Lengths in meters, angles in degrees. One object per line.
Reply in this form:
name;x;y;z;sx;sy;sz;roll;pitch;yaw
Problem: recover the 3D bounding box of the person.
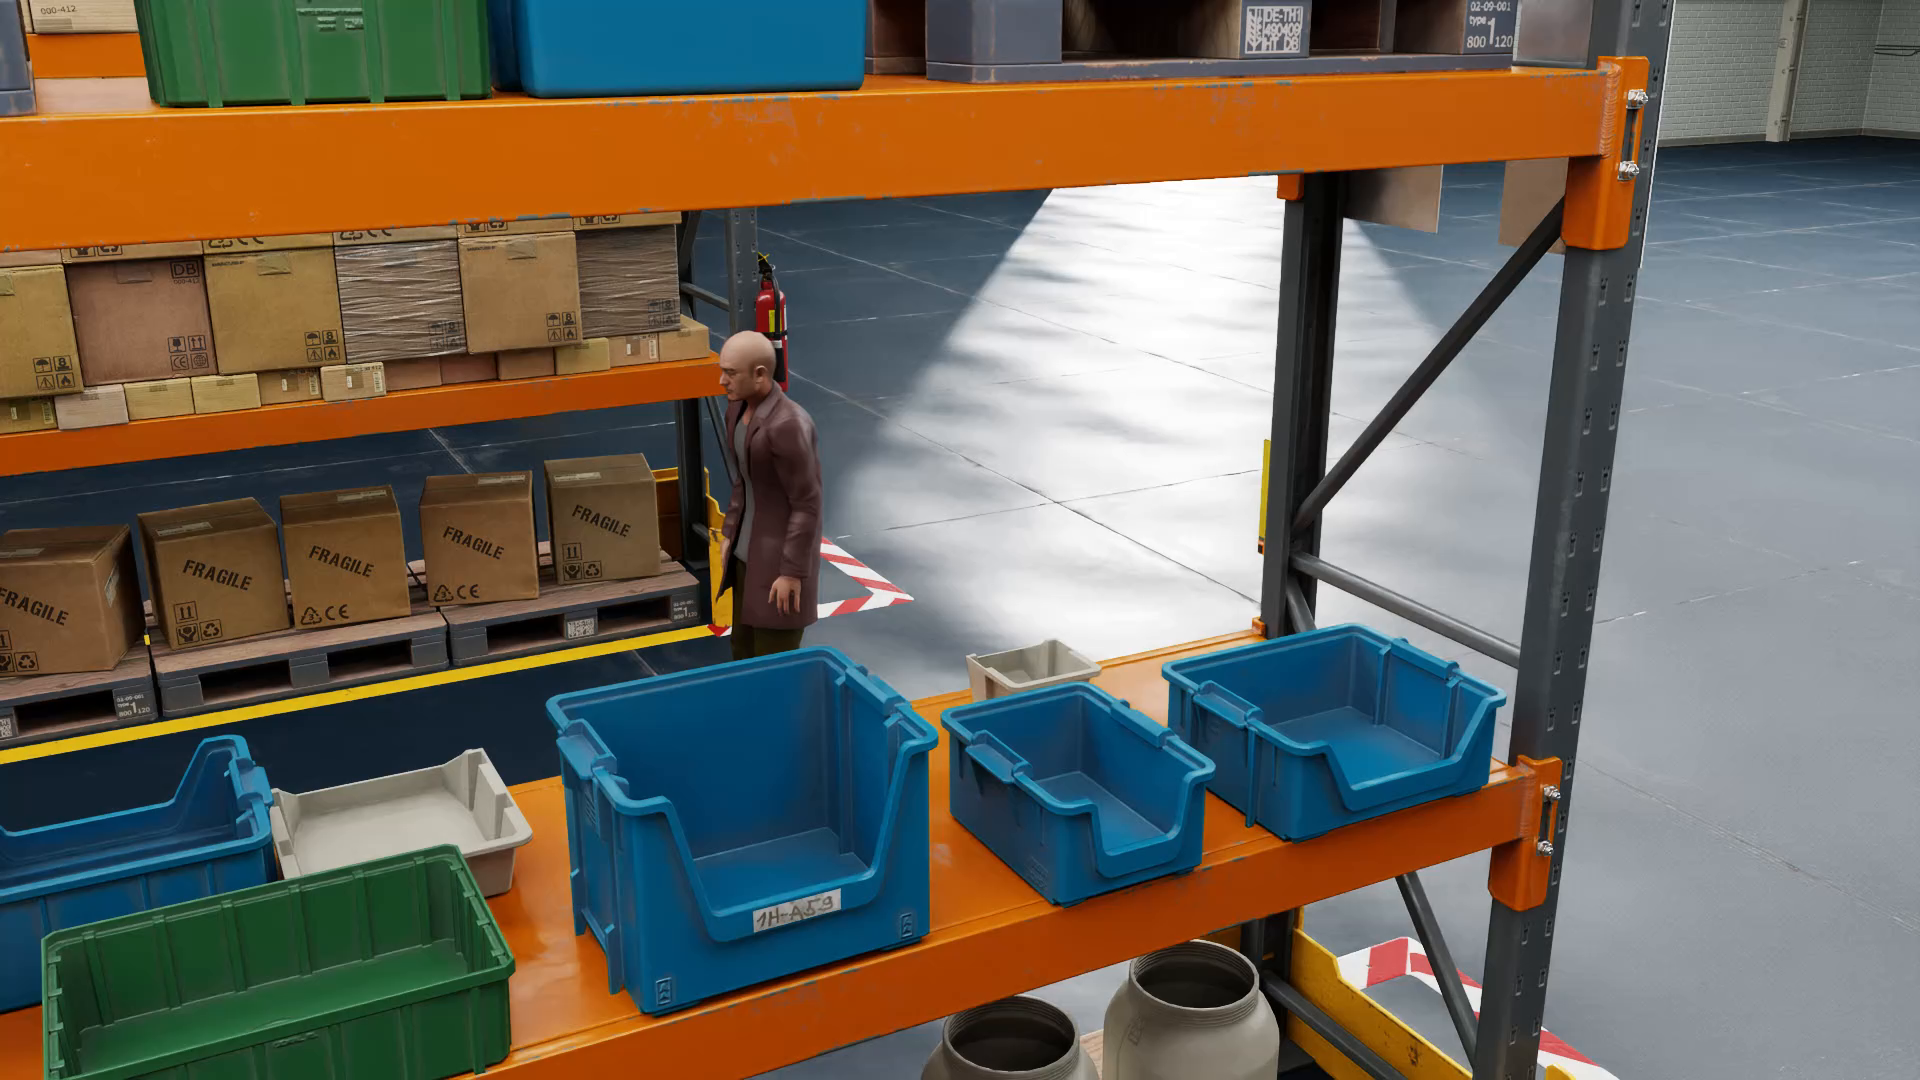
person;-0.736;0.069;6.372;0.416;1.774;0.653;-10;21;-28
